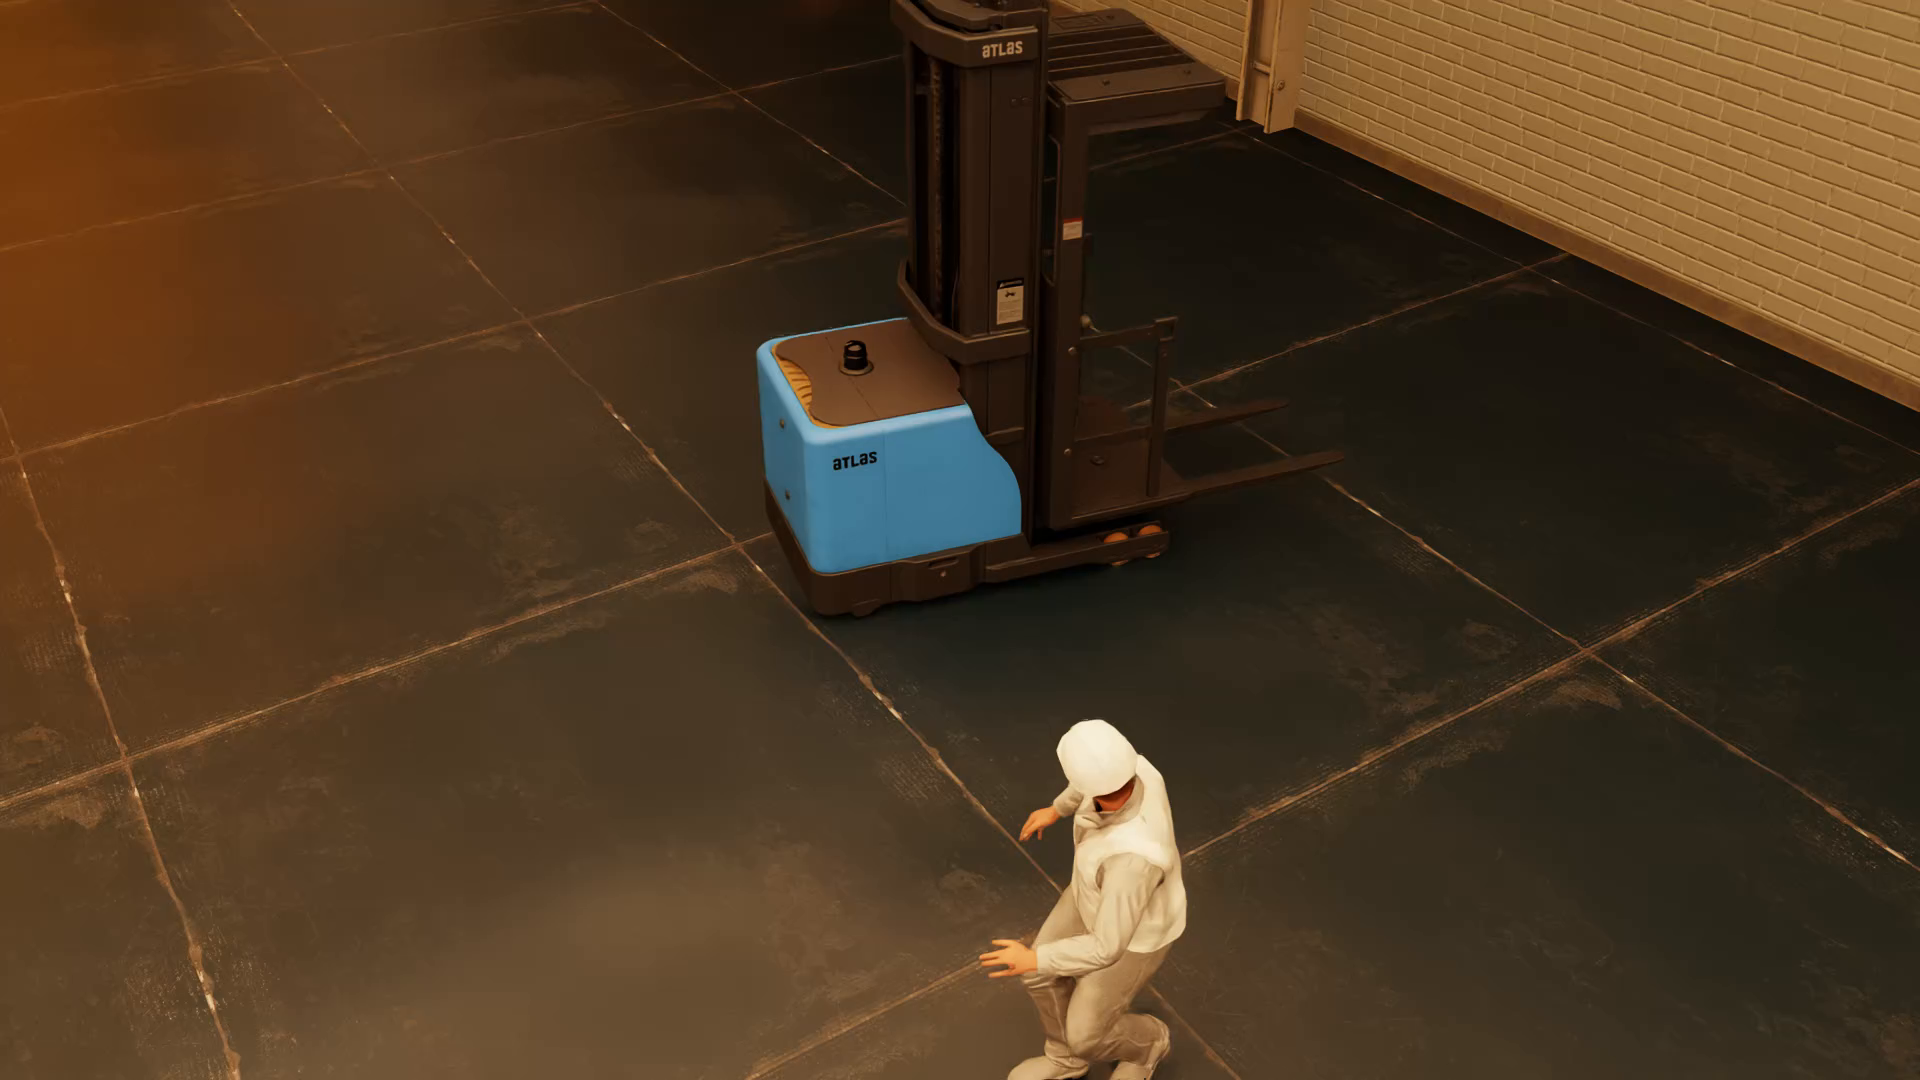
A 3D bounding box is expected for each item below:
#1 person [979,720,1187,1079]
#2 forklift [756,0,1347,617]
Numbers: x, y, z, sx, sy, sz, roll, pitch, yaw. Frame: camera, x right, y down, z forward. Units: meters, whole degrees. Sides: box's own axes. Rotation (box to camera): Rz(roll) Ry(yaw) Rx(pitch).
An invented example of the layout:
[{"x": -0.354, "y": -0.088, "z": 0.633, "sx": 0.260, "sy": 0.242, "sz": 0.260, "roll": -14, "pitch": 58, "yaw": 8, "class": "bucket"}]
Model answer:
[{"x": 0.371, "y": 1.232, "z": 5.499, "sx": 0.752, "sy": 1.660, "sz": 0.817, "roll": -9, "pitch": 36, "yaw": -13, "class": "person"}, {"x": 0.548, "y": -1.342, "z": 8.058, "sx": 3.031, "sy": 2.935, "sz": 1.130, "roll": -12, "pitch": 37, "yaw": -16, "class": "forklift"}]
